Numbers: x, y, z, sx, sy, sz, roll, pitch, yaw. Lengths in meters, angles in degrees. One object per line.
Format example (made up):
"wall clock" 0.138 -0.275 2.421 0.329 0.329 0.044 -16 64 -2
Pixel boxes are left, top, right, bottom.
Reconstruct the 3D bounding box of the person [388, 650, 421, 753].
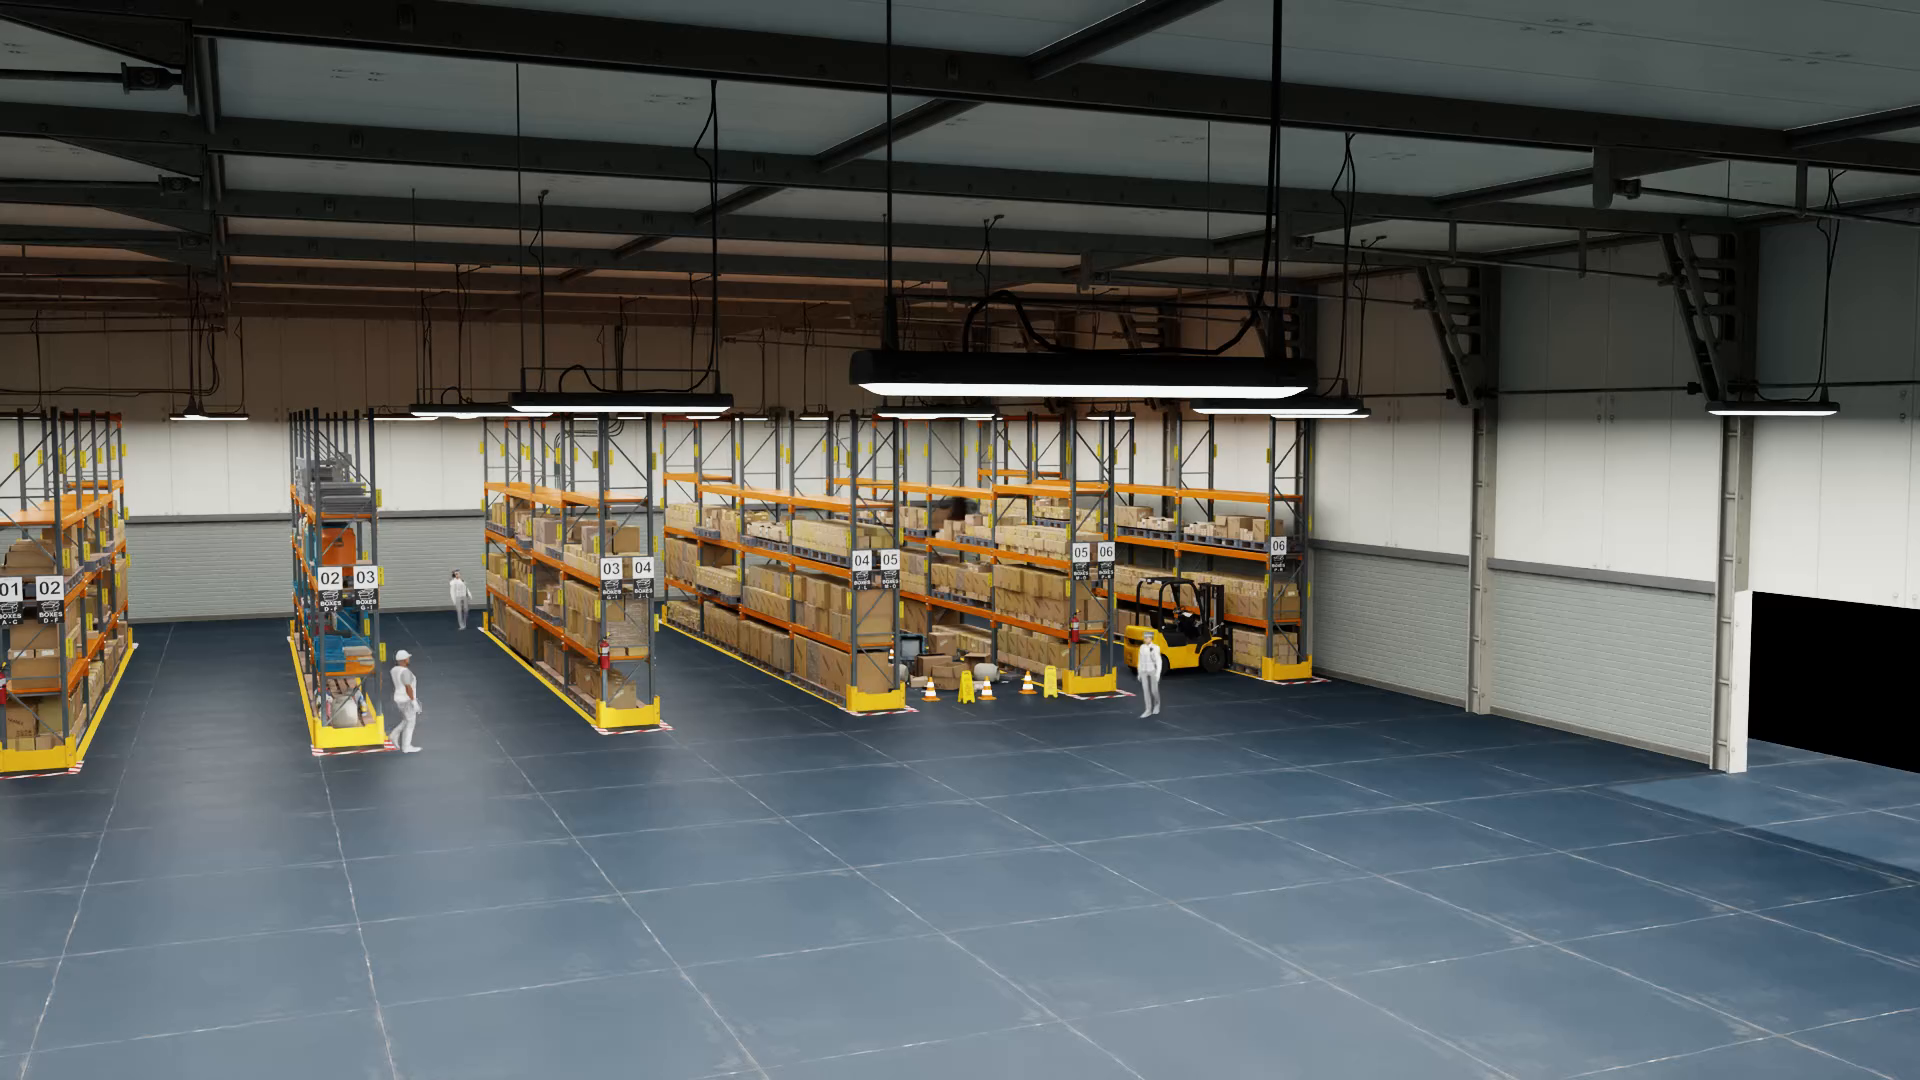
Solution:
"person" -9.675 2.803 28.902 0.508 1.775 0.610 -3 5 -34

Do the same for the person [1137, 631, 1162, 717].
"person" 3.716 2.611 32.566 0.519 1.683 0.481 3 5 32

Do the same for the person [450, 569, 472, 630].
"person" -13.935 1.663 46.533 0.526 1.667 0.785 -4 5 -43
